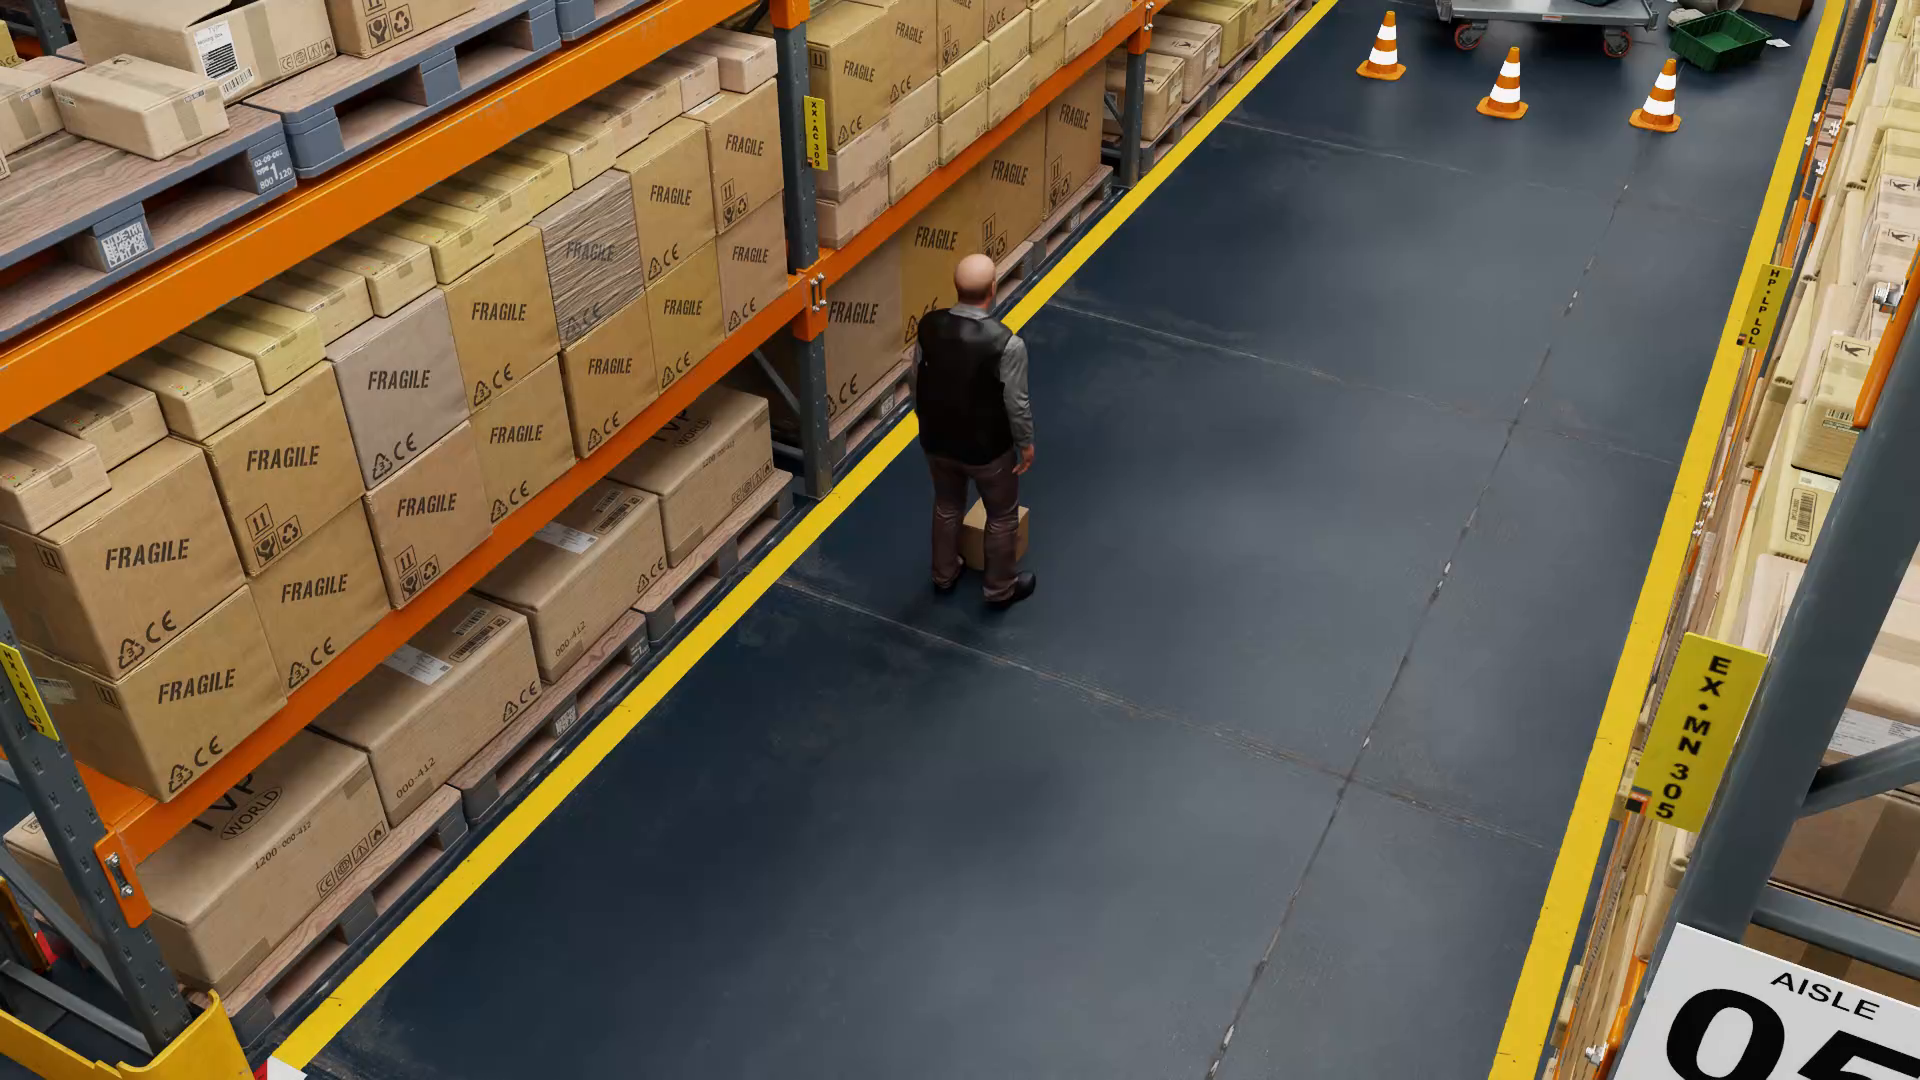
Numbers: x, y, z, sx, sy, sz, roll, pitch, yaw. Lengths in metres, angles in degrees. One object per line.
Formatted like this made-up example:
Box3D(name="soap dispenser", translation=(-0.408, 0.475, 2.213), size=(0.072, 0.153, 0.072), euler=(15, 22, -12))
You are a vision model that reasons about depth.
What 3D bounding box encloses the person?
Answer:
Box3D(name="person", translation=(0.057, -0.455, 7.358), size=(0.580, 1.720, 0.373), euler=(18, 41, 21))
